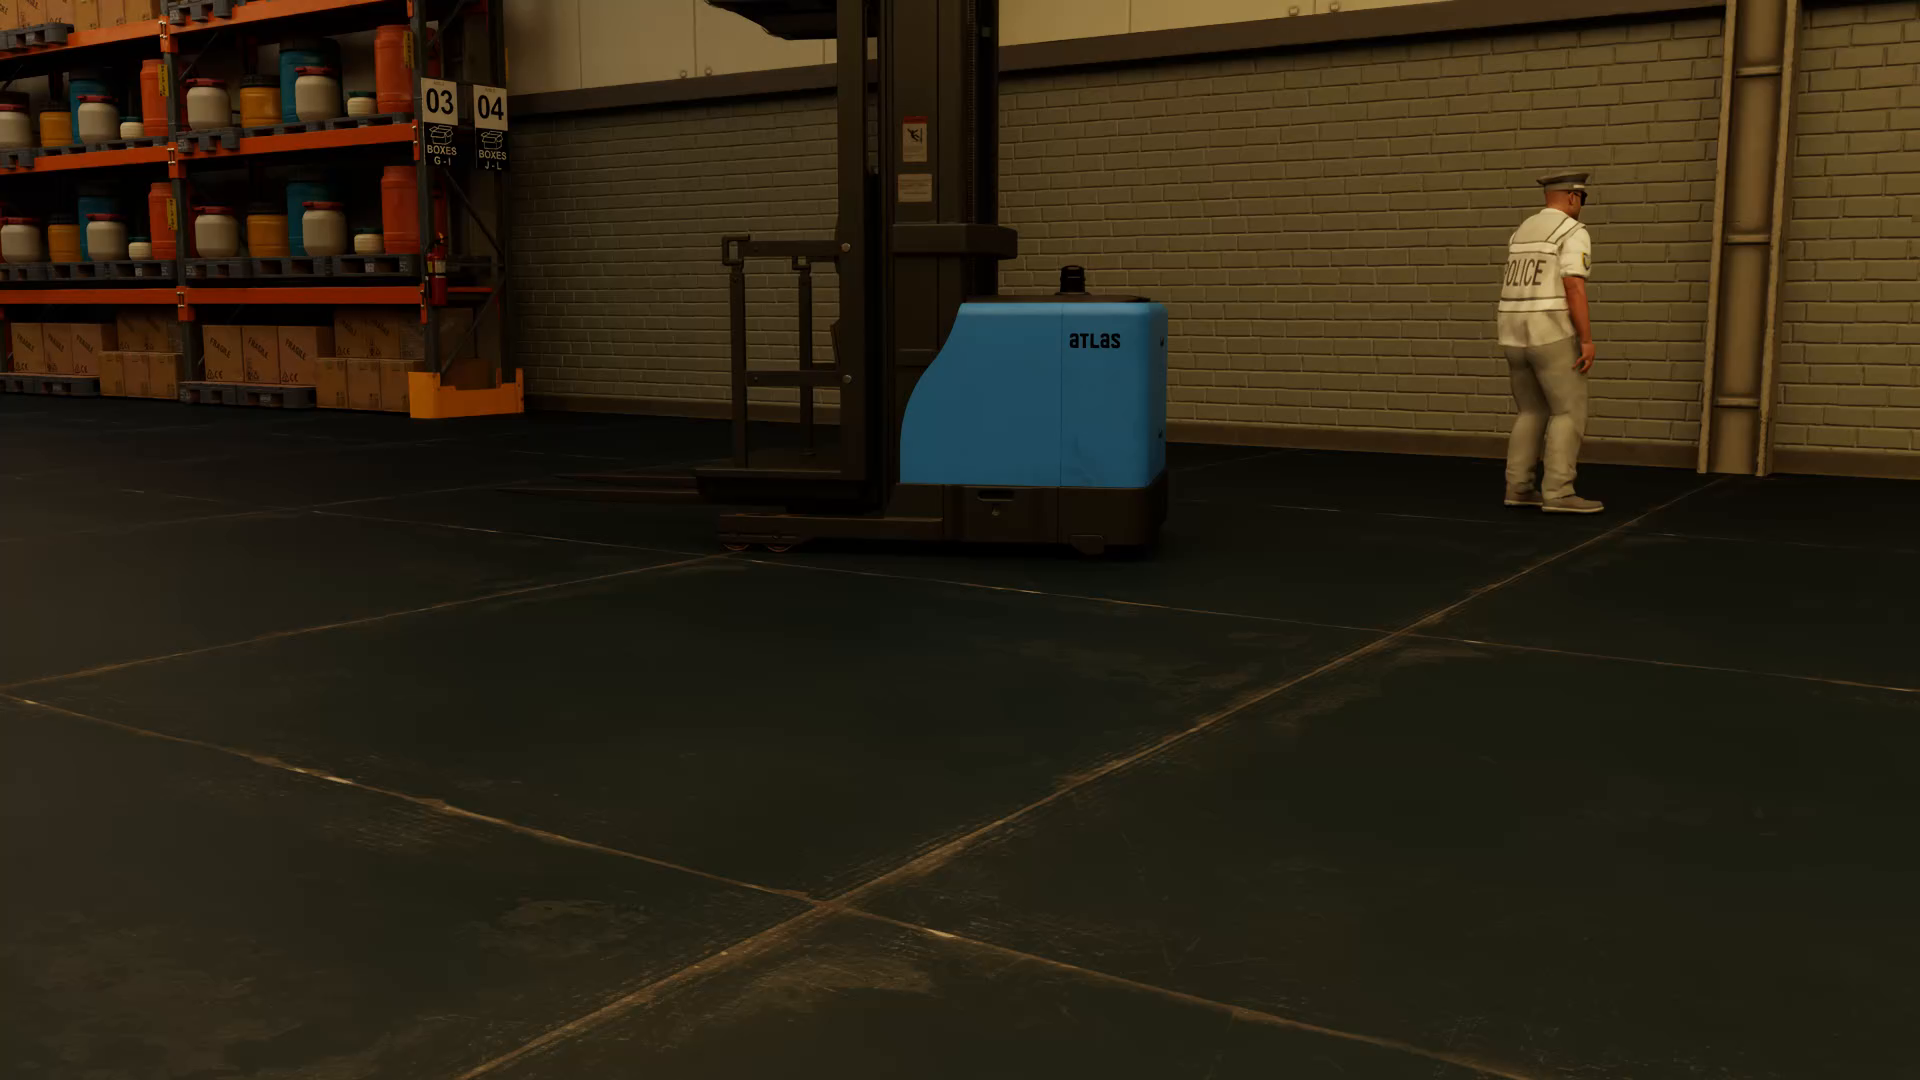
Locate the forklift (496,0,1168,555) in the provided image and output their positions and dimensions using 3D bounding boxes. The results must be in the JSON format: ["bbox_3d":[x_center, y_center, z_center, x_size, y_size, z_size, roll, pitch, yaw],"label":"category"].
[{"bbox_3d":[-0.596,-1.469,7.520,3.031,2.935,1.130,2,8,12],"label":"forklift"}]

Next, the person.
[{"bbox_3d":[3.036,-1.027,8.615,0.440,1.747,0.585,-3,9,-21],"label":"person"}]
